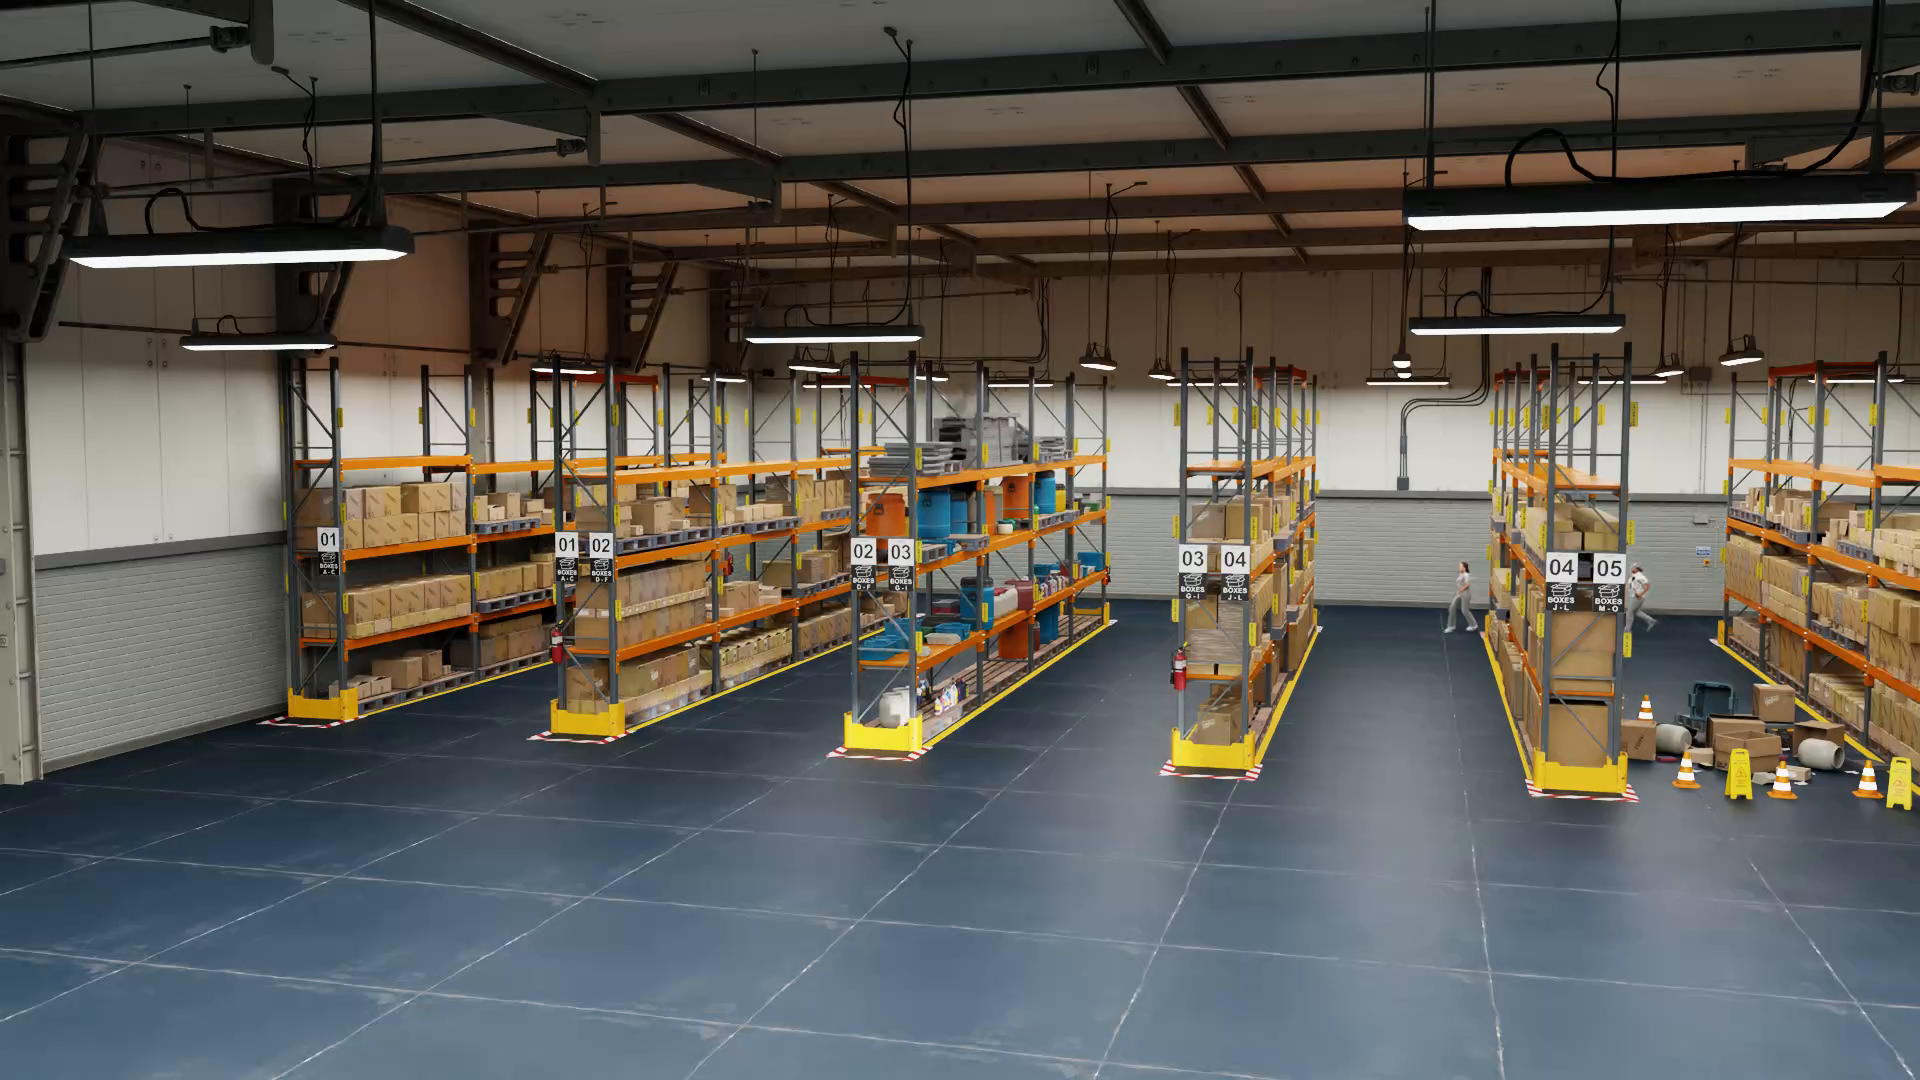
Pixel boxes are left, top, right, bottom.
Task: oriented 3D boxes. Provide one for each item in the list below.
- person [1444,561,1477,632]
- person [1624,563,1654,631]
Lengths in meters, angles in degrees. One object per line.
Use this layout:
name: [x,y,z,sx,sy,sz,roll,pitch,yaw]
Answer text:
person: [11.758,1.341,38.809,0.831,1.676,0.613,-1,4,-12]
person: [15.696,1.313,38.371,0.708,1.585,0.451,1,4,10]
